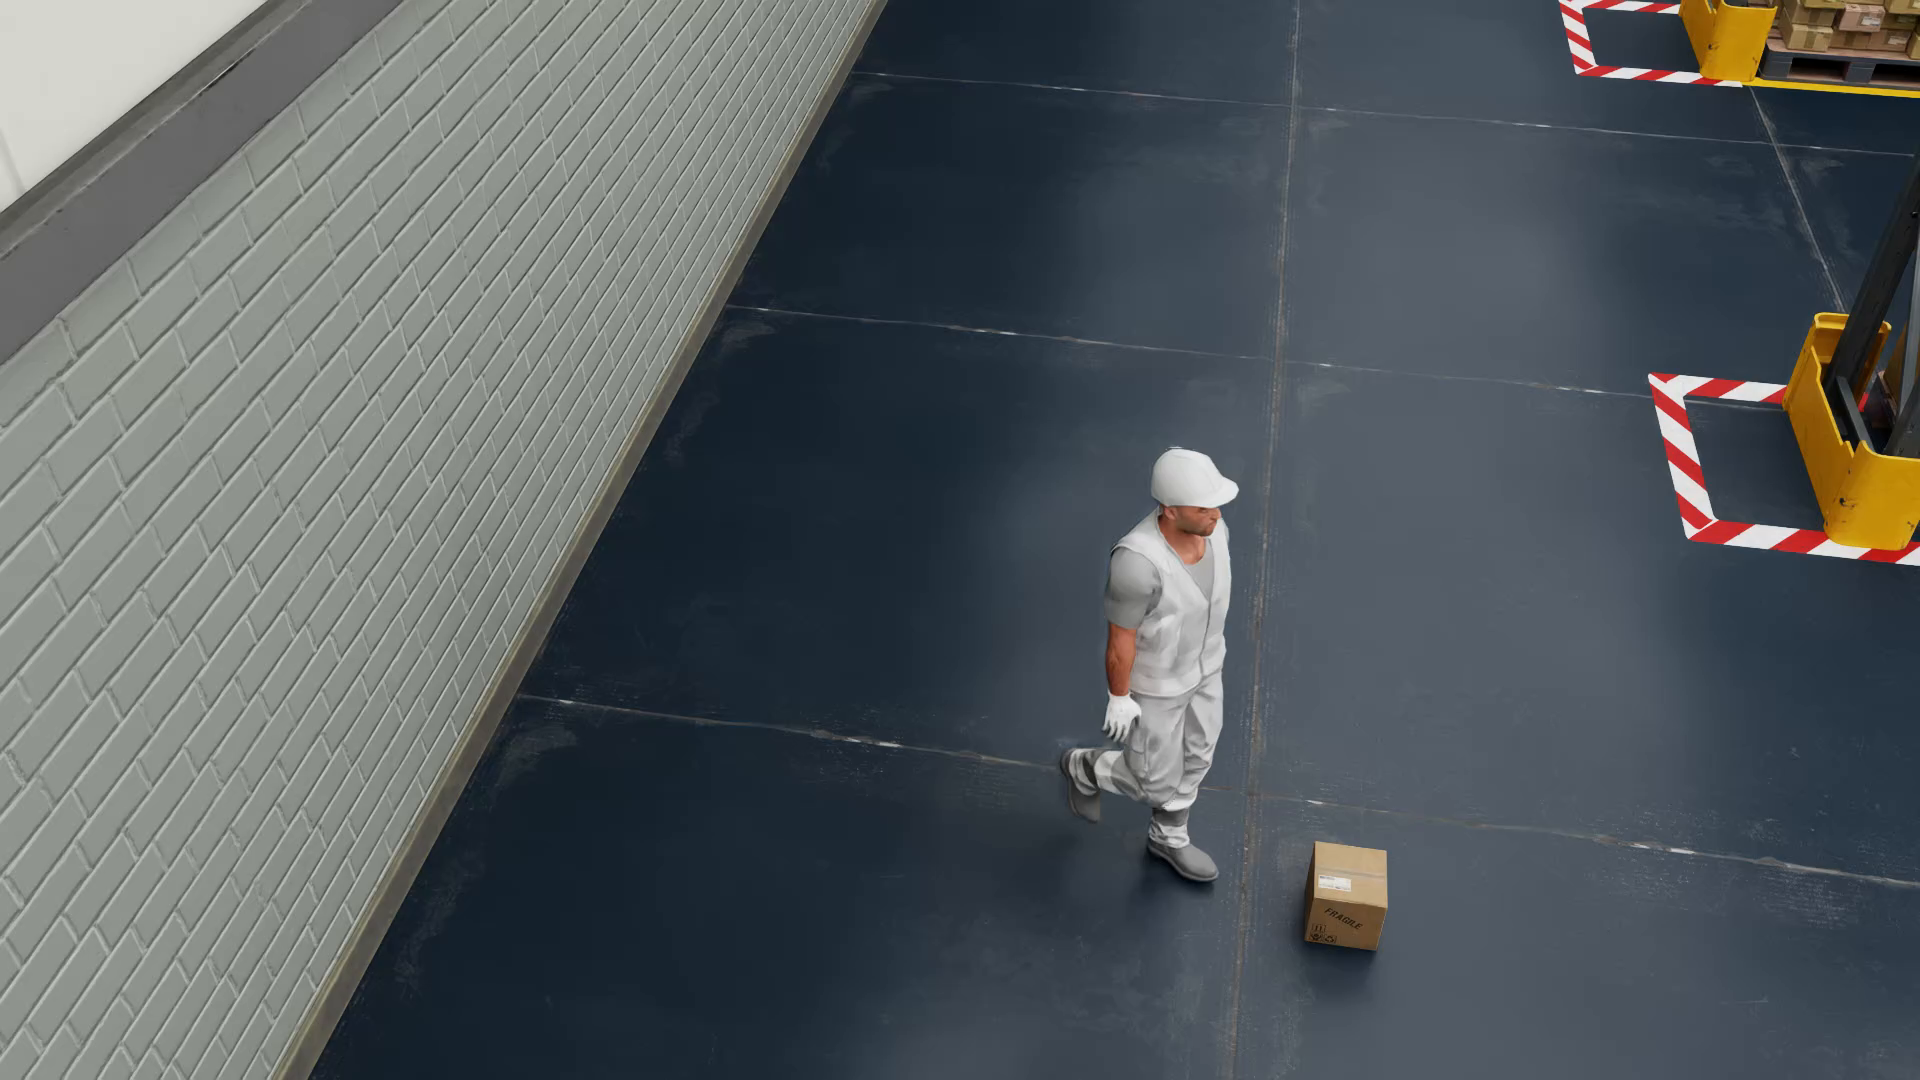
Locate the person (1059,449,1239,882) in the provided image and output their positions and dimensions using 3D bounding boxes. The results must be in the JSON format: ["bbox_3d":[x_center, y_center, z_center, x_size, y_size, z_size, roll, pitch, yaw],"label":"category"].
[{"bbox_3d":[0.684,0.428,5.610,0.580,1.779,0.645,-31,49,-31],"label":"person"}]
